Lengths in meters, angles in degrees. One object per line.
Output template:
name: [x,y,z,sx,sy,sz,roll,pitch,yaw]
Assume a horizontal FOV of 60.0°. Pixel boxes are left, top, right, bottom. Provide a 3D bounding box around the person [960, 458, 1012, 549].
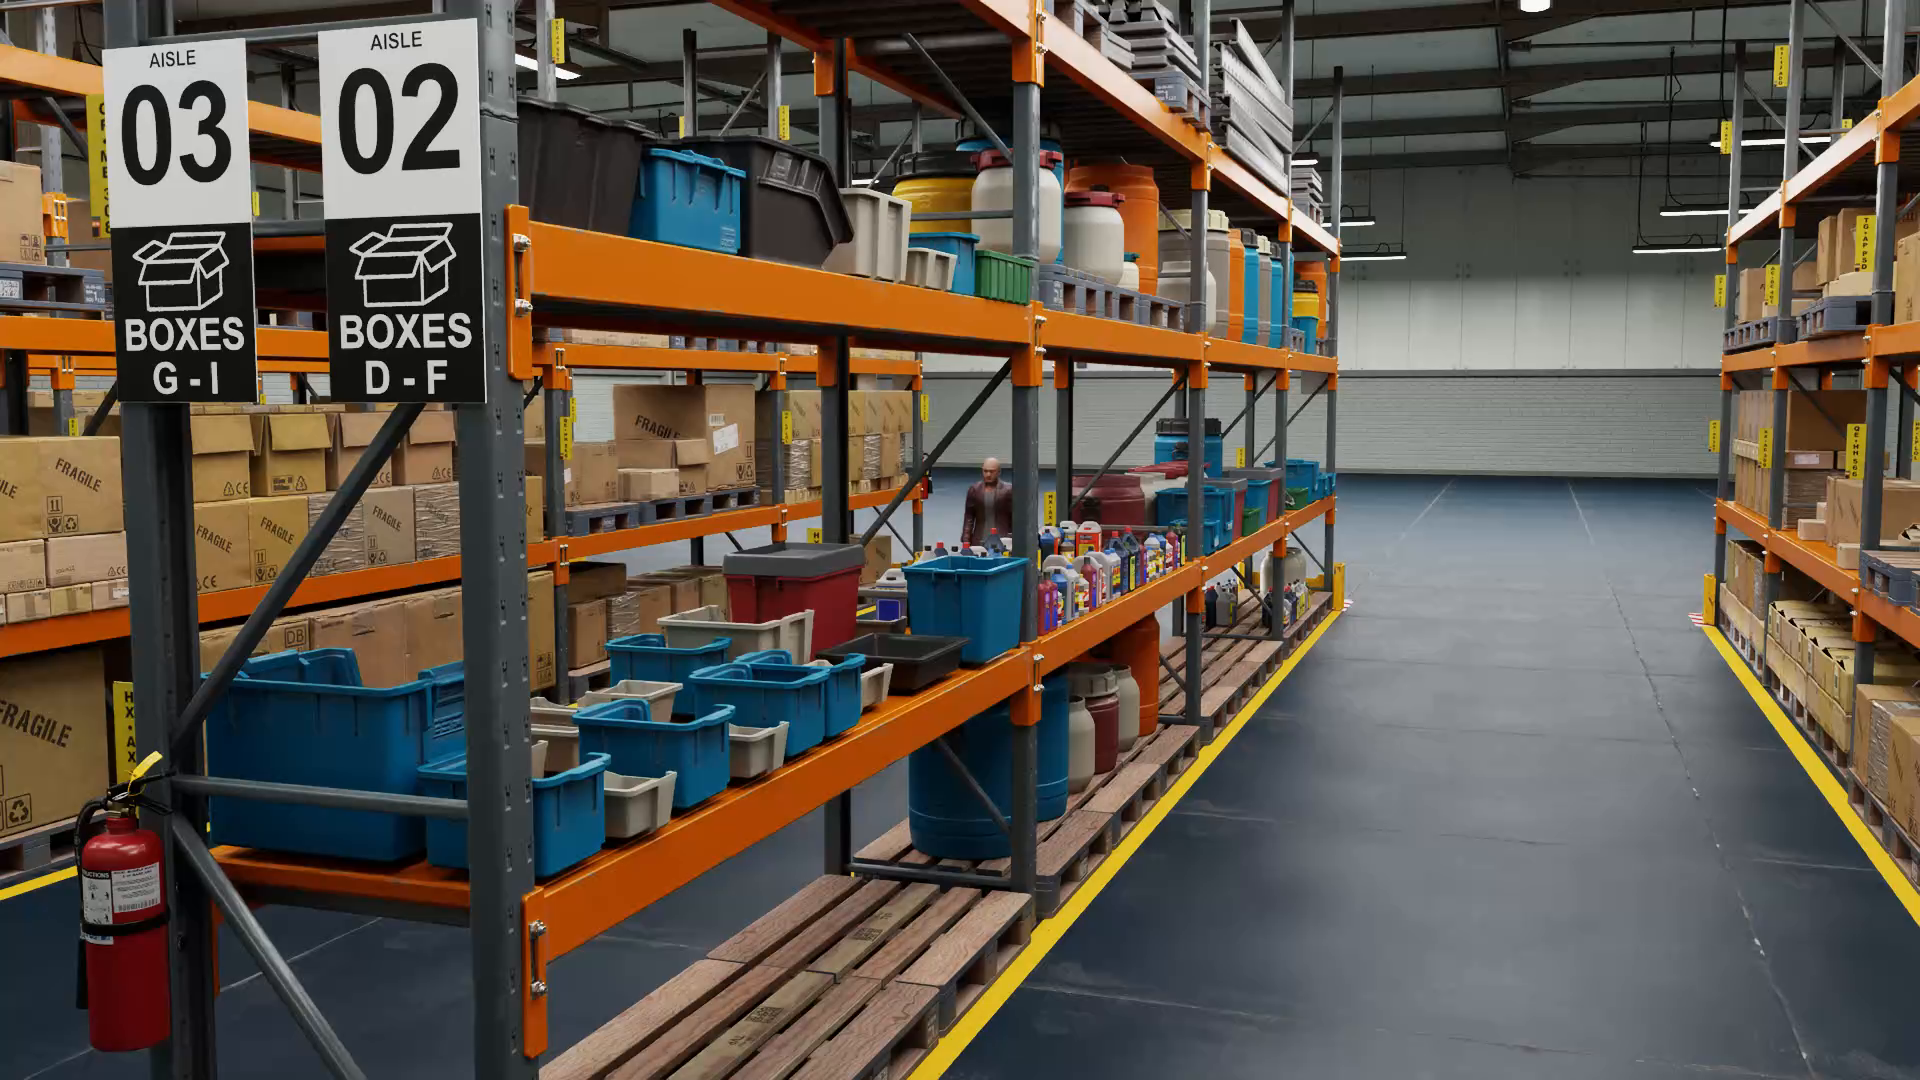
person: [0.314,0.052,16.841,0.642,1.774,0.423,2,5,19]
